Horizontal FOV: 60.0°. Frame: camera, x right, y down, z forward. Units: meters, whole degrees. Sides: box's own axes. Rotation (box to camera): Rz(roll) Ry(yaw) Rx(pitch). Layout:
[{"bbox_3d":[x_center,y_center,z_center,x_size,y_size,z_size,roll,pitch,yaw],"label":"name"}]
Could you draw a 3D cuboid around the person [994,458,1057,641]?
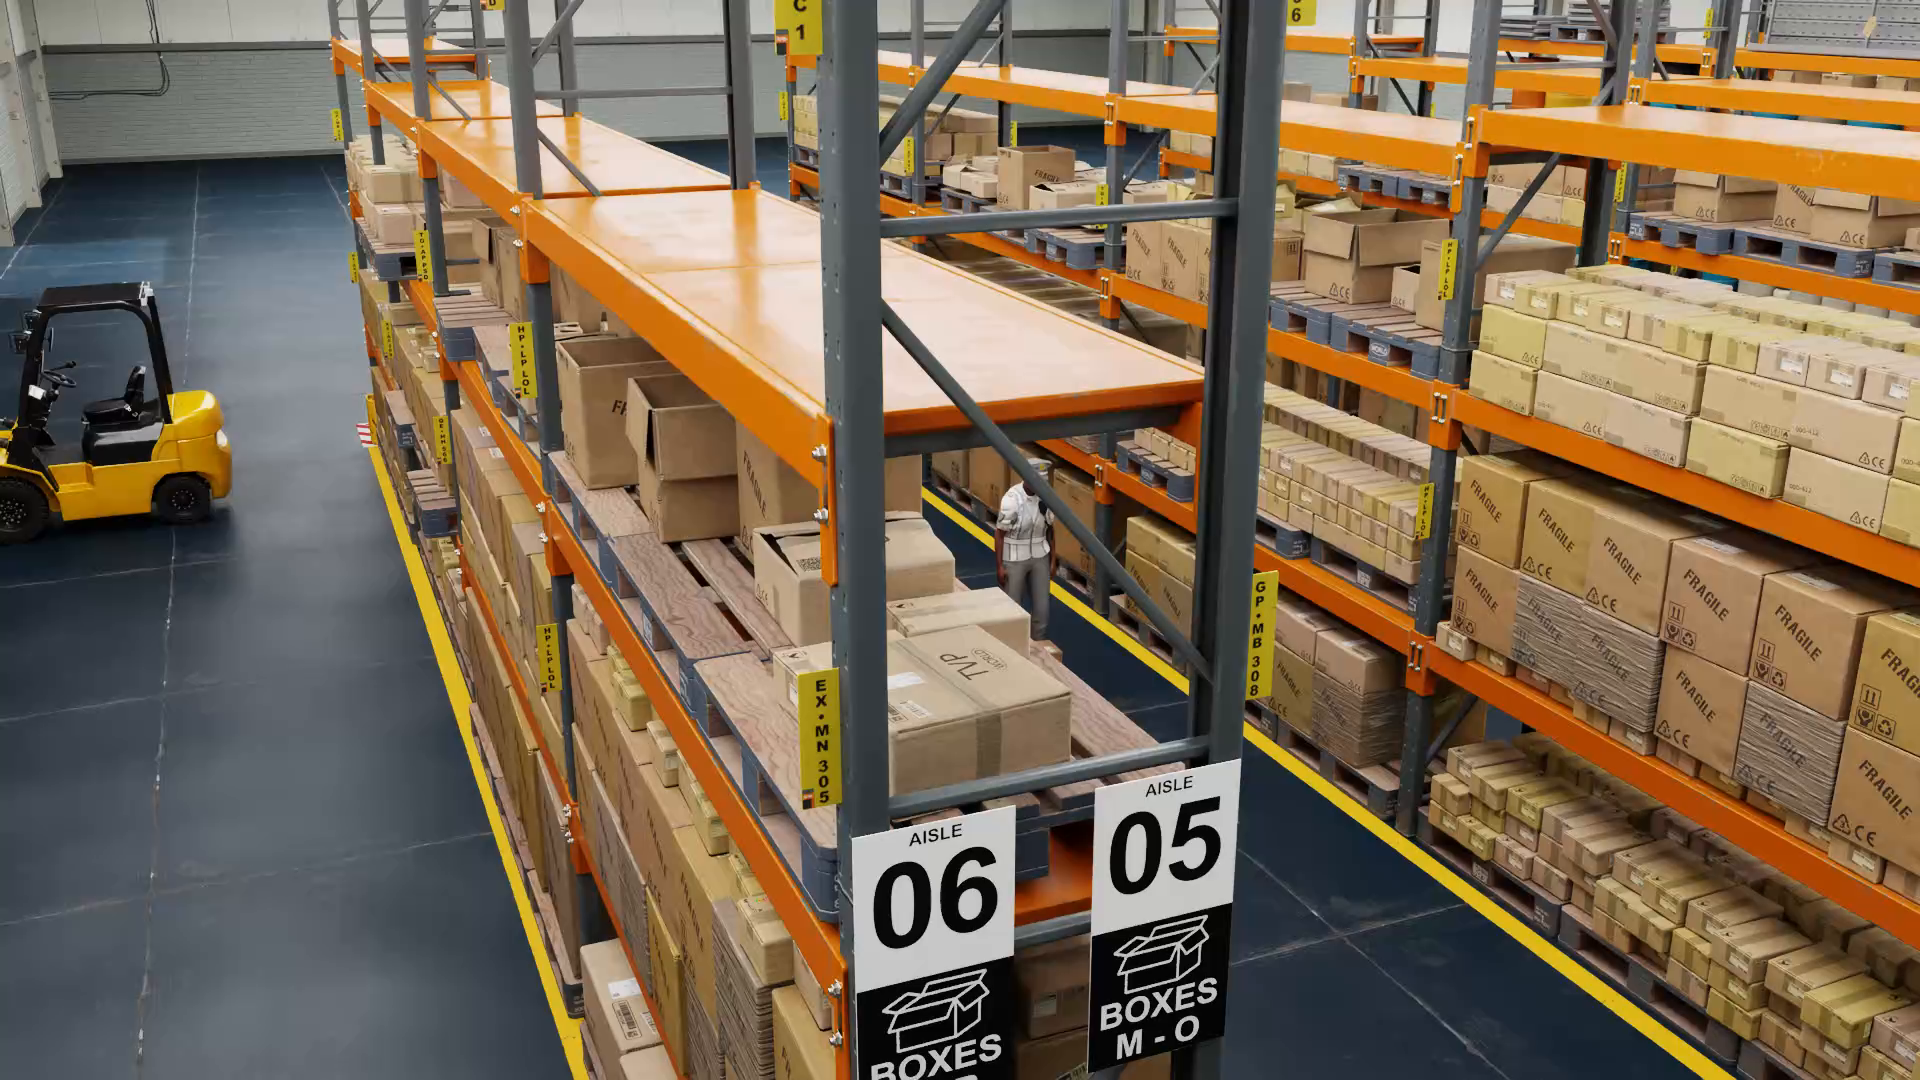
[{"bbox_3d":[0.491,0.184,12.299,0.503,1.656,0.421,-8,21,-22],"label":"person"}]
